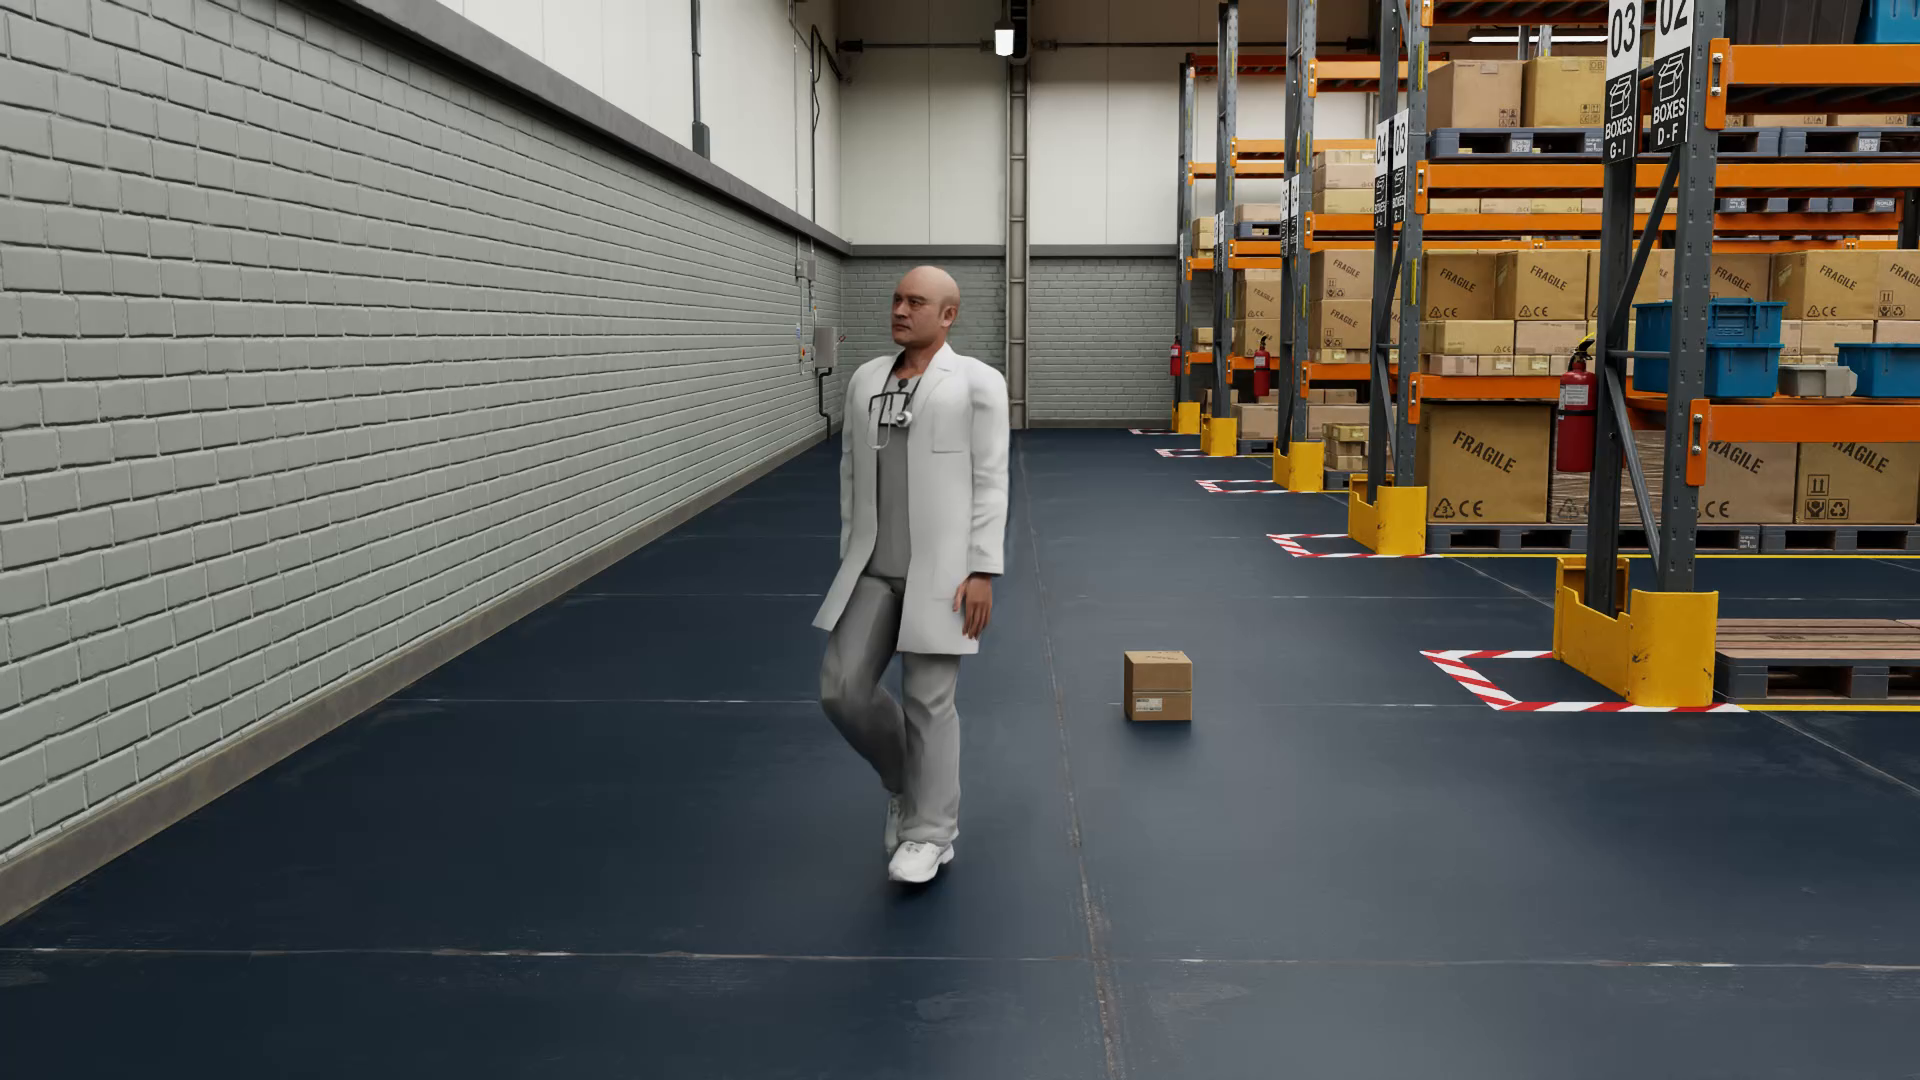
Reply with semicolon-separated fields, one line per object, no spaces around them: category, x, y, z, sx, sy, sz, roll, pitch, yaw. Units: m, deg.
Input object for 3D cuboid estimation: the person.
person;-0.126;0.093;4.880;0.581;1.775;0.554;3;8;26
